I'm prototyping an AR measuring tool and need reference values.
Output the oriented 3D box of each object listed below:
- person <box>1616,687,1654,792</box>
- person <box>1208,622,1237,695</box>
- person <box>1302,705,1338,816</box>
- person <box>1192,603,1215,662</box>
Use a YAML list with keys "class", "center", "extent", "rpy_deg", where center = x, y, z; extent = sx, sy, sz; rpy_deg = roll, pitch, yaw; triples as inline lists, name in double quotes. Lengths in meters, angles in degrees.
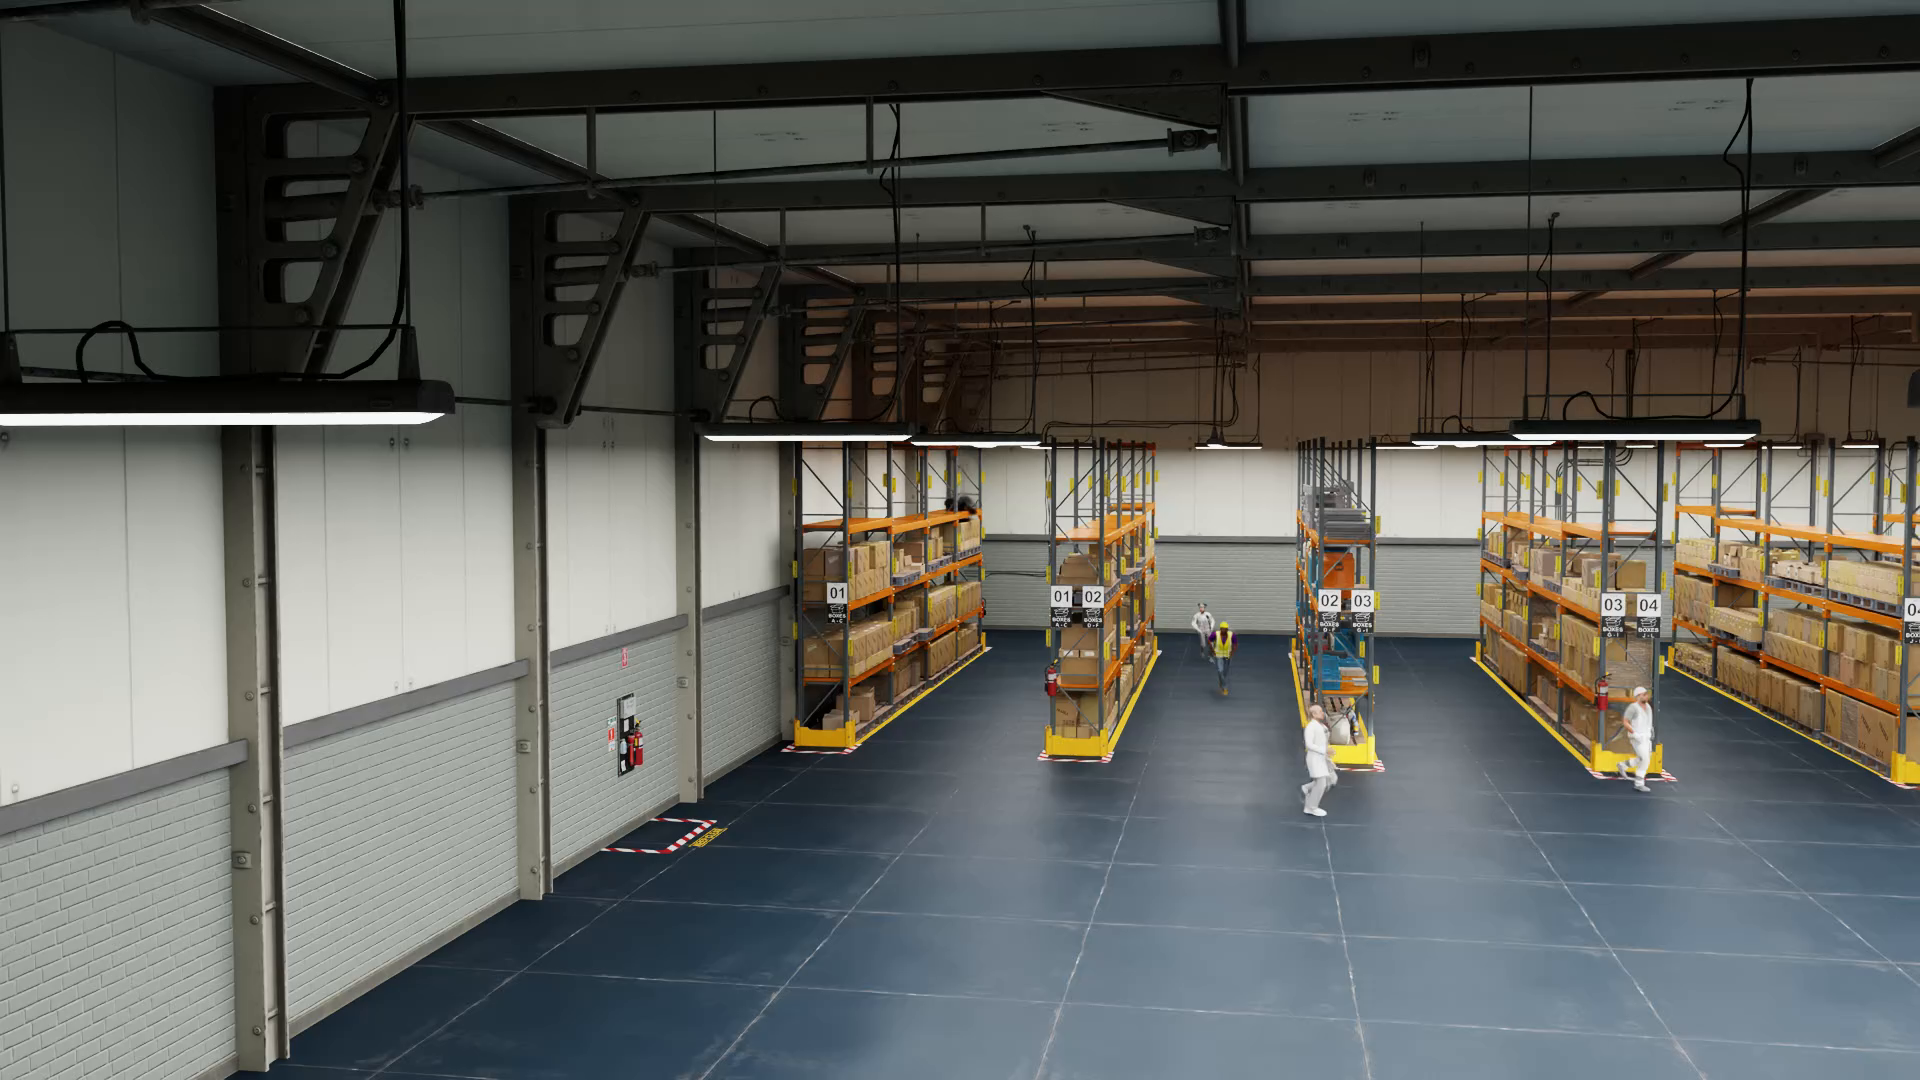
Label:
- class: "person"
  center: [11.465, 3.351, 28.246]
  extent: [0.661, 1.759, 0.692]
  rpy_deg: [-2, 4, -33]
- class: "person"
  center: [6.248, 2.800, 39.616]
  extent: [0.706, 1.755, 0.936]
  rpy_deg: [0, 3, 5]
- class: "person"
  center: [5.664, 3.469, 26.217]
  extent: [0.631, 1.737, 0.705]
  rpy_deg: [2, 4, 32]
- class: "person"
  center: [6.675, 2.518, 45.503]
  extent: [0.621, 1.624, 0.524]
  rpy_deg: [0, 3, -2]
